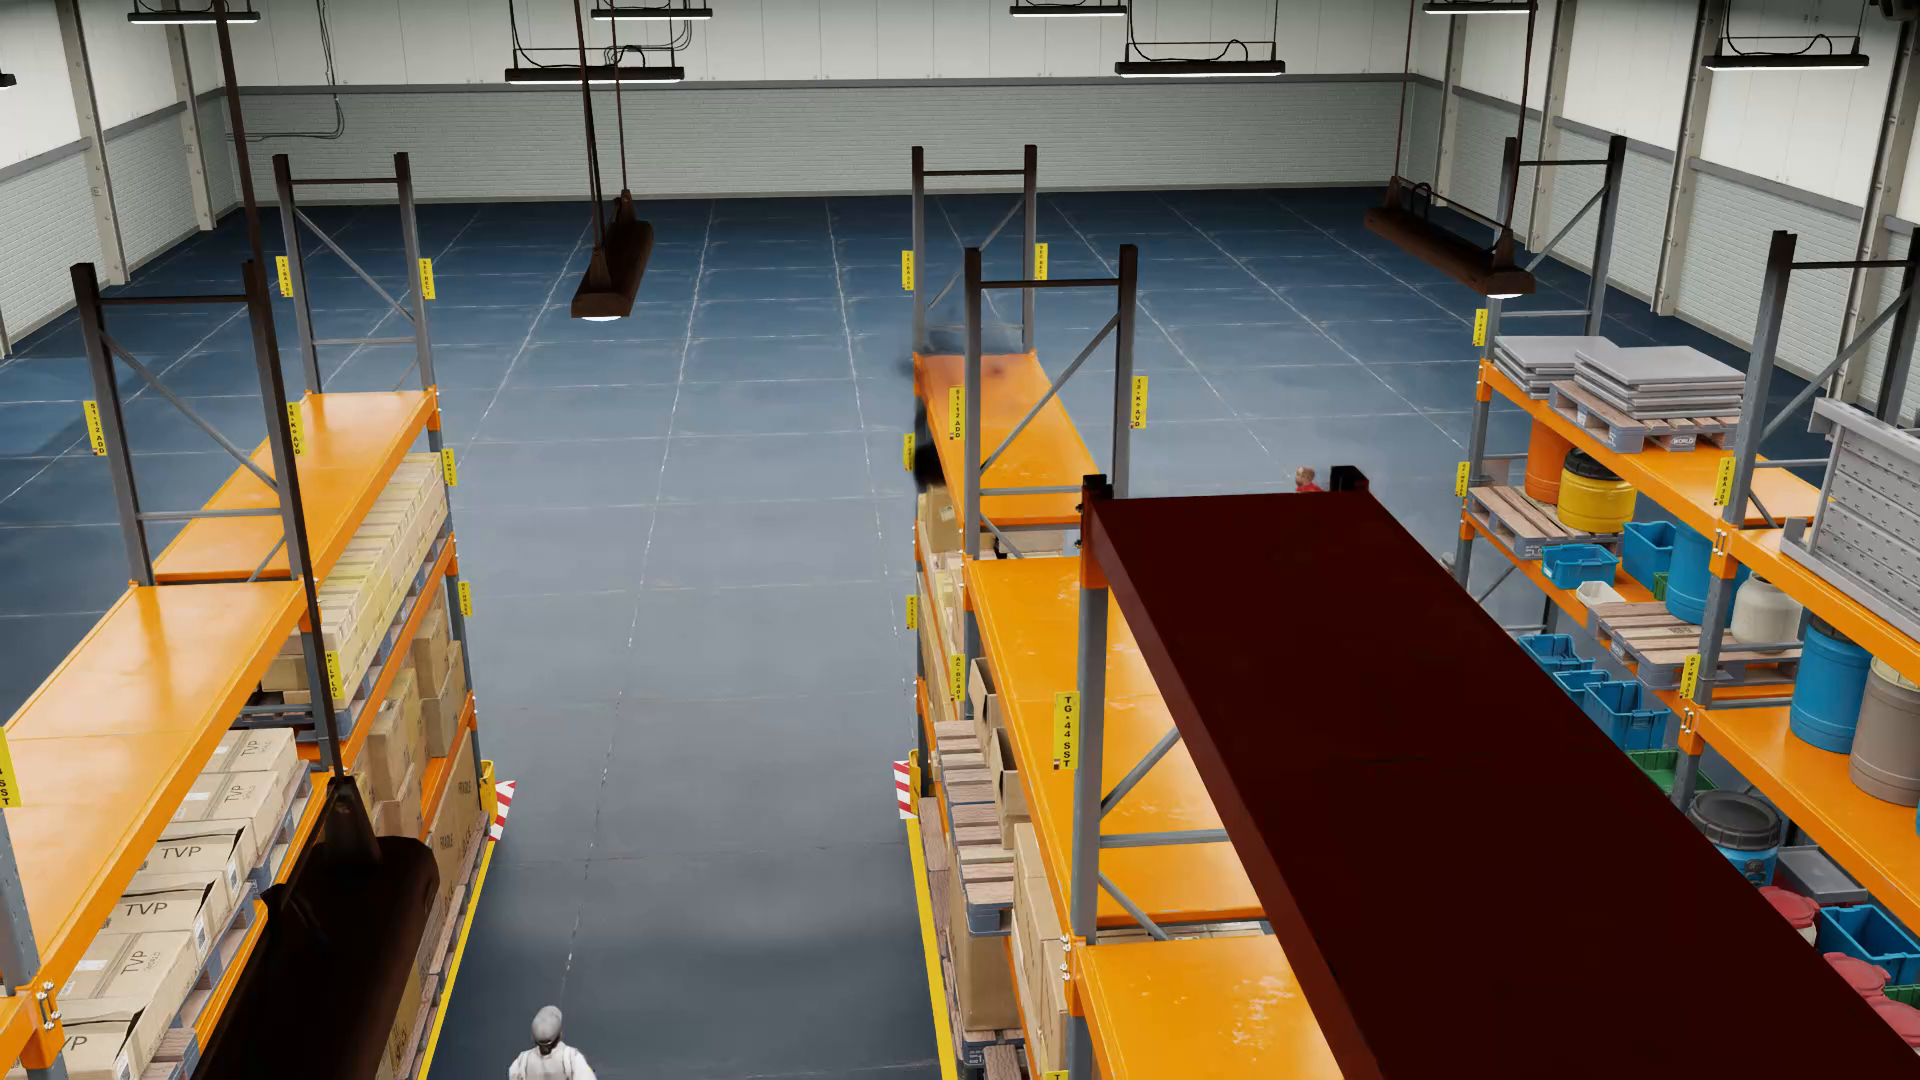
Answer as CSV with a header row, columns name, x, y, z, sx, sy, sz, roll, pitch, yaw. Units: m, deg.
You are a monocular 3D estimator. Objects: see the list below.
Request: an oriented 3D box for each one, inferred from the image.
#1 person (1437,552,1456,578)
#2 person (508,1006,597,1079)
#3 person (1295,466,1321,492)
name,x,y,z,sx,sy,sz,roll,pitch,yaw
person,5.003,0.939,17.024,0.735,1.704,0.637,7,23,17
person,-2.463,3.620,10.269,0.575,1.708,0.711,-4,22,-10
person,4.061,-0.049,19.494,0.600,1.702,0.683,7,23,17
